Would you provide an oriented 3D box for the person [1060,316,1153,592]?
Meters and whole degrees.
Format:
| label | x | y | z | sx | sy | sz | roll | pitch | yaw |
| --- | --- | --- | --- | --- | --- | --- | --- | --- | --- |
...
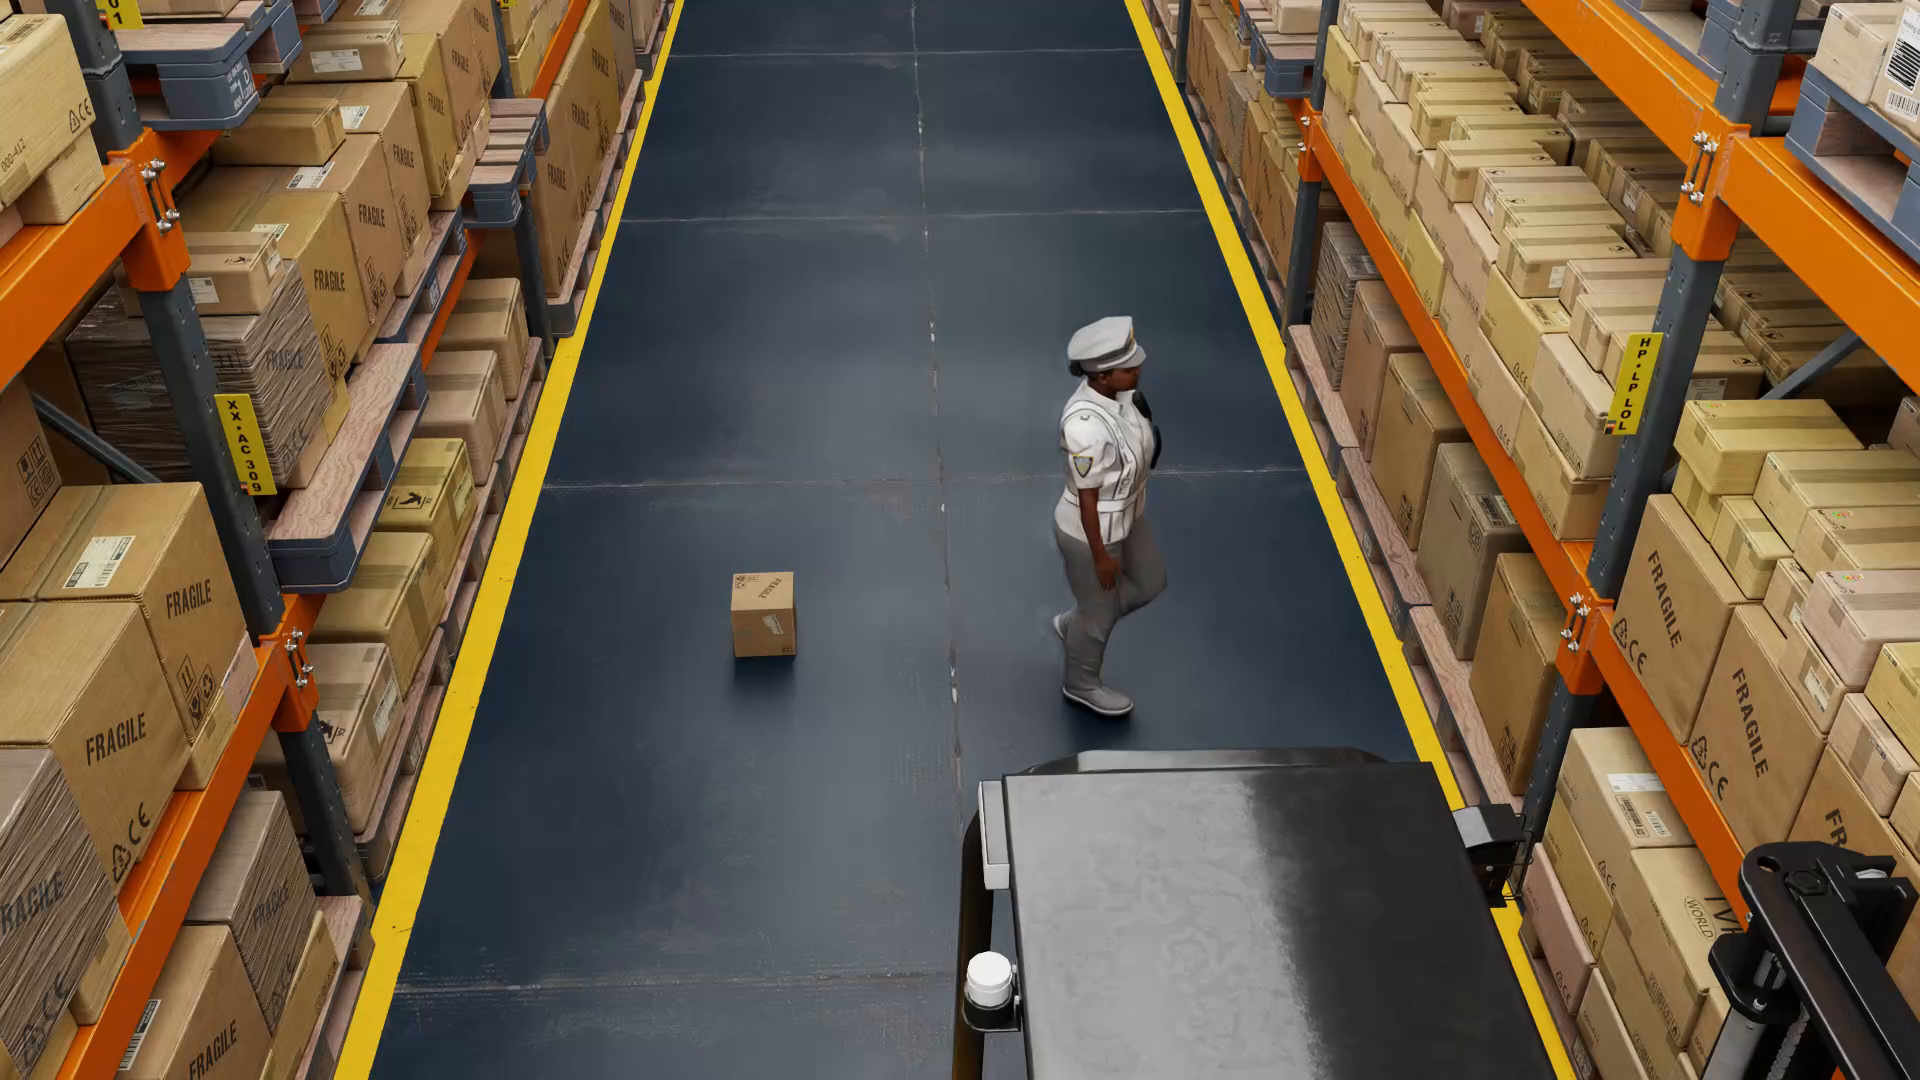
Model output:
| label | x | y | z | sx | sy | sz | roll | pitch | yaw |
| --- | --- | --- | --- | --- | --- | --- | --- | --- | --- |
| person | 0.531 | -0.338 | 5.997 | 0.313 | 1.018 | 0.447 | 15 | 38 | 20 |
